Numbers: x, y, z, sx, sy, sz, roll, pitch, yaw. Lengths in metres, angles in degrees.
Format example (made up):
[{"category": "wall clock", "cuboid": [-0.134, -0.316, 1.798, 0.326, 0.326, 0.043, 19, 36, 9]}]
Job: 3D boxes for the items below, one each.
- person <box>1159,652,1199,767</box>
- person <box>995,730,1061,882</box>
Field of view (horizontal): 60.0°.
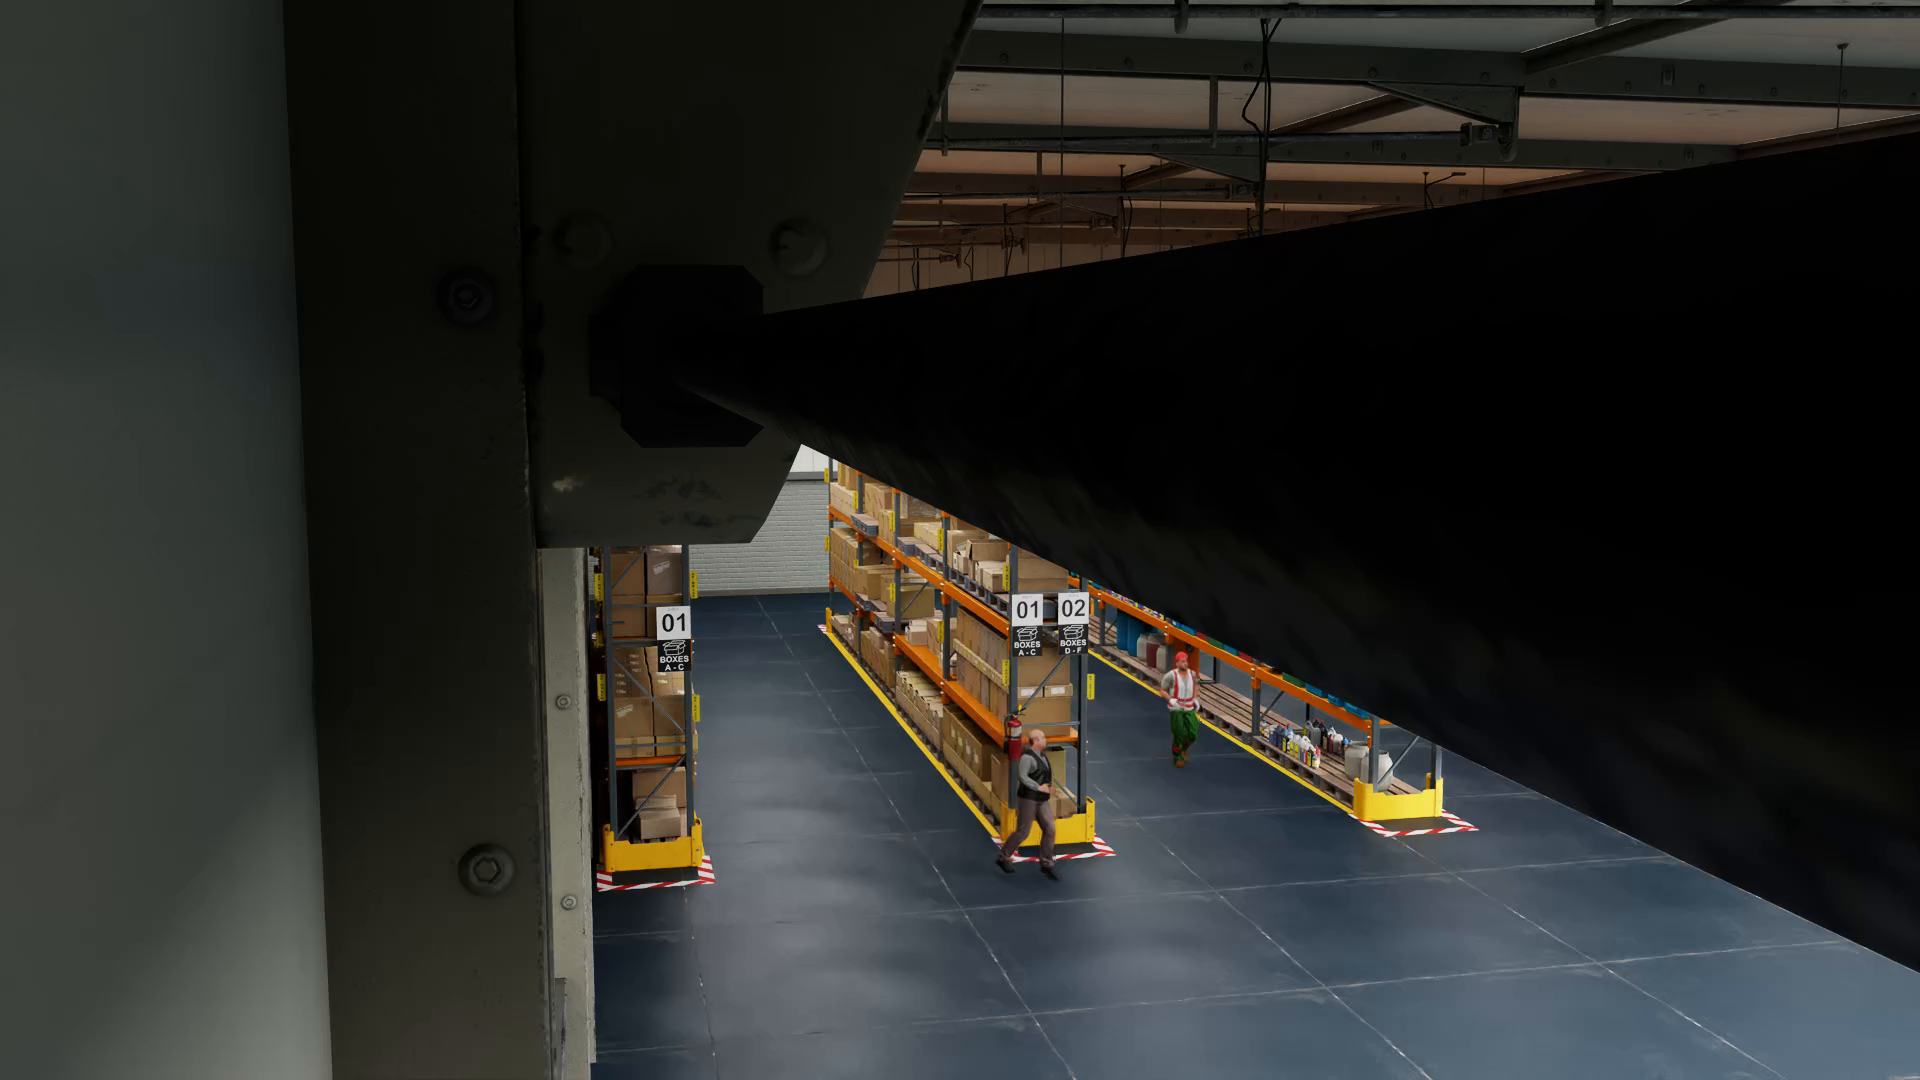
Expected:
[{"category": "person", "cuboid": [3.304, 2.529, 24.726, 0.661, 1.746, 0.553, -2, 7, -16]}, {"category": "person", "cuboid": [0.901, 3.131, 19.836, 0.799, 1.748, 0.713, 4, 8, 28]}]
